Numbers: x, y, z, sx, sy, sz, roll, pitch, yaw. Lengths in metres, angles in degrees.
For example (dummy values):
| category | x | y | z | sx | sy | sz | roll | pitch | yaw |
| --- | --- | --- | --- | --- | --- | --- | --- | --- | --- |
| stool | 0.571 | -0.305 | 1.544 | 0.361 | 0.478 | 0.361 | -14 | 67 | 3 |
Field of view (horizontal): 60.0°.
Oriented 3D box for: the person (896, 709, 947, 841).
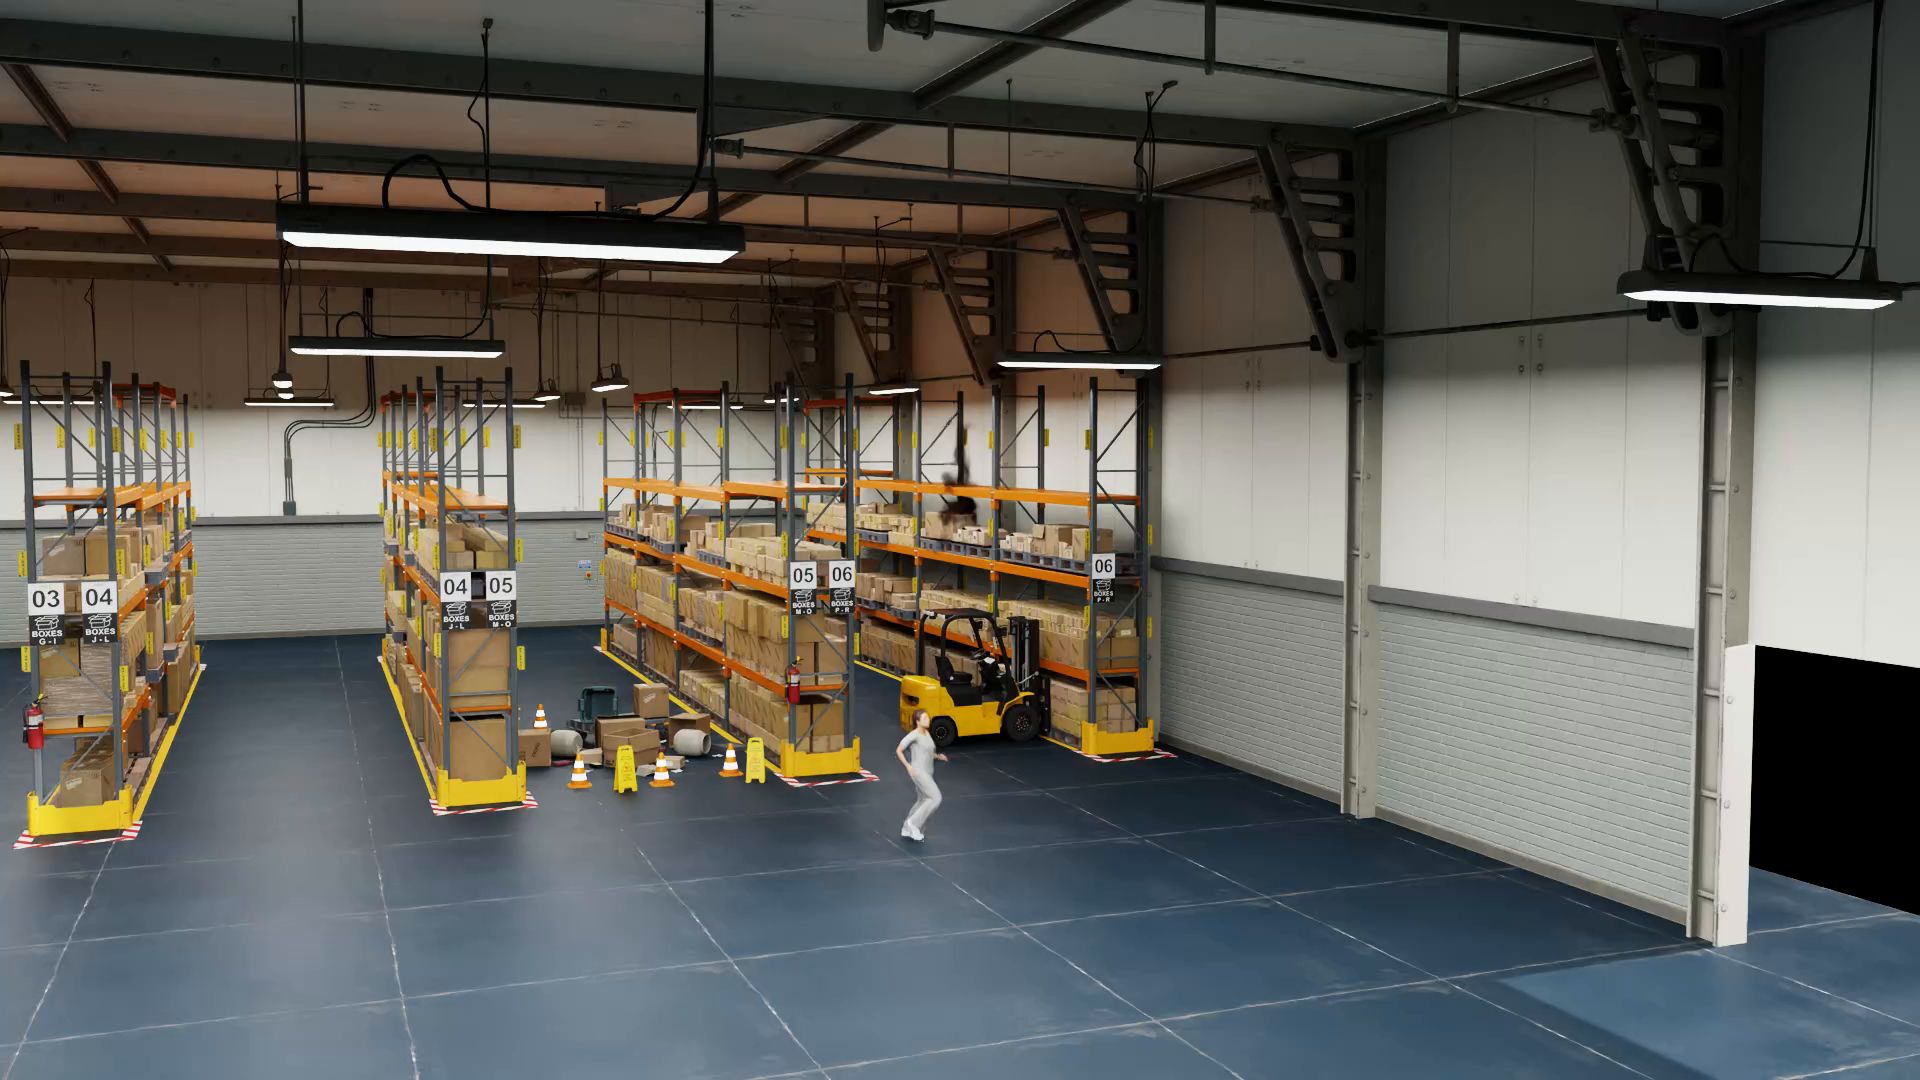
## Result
| category | x | y | z | sx | sy | sz | roll | pitch | yaw |
| --- | --- | --- | --- | --- | --- | --- | --- | --- | --- |
| person | -0.453 | 2.920 | 20.676 | 0.635 | 1.634 | 0.544 | 1 | 4 | 23 |
